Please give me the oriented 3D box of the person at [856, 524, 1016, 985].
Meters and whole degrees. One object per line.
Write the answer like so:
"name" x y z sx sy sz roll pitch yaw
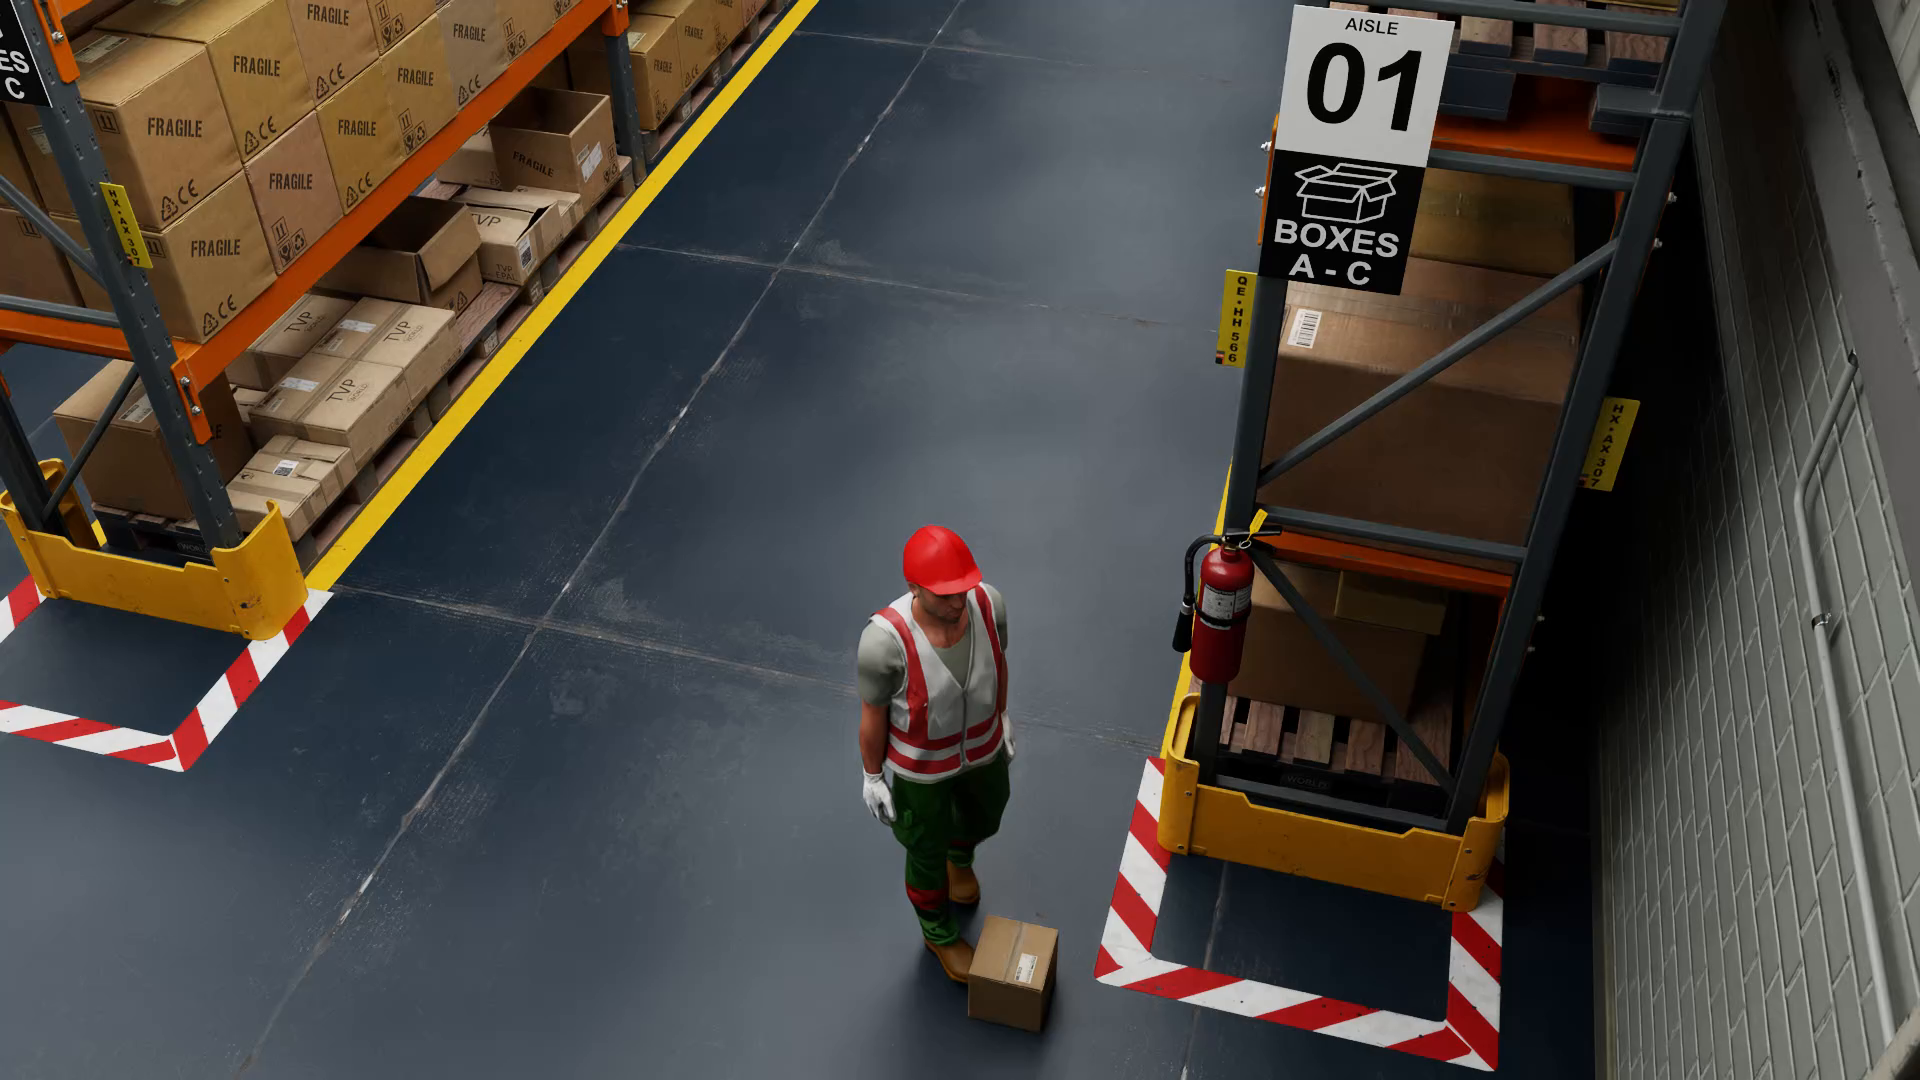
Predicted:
"person" -0.054 0.692 5.327 0.564 1.799 0.600 -20 45 -22
